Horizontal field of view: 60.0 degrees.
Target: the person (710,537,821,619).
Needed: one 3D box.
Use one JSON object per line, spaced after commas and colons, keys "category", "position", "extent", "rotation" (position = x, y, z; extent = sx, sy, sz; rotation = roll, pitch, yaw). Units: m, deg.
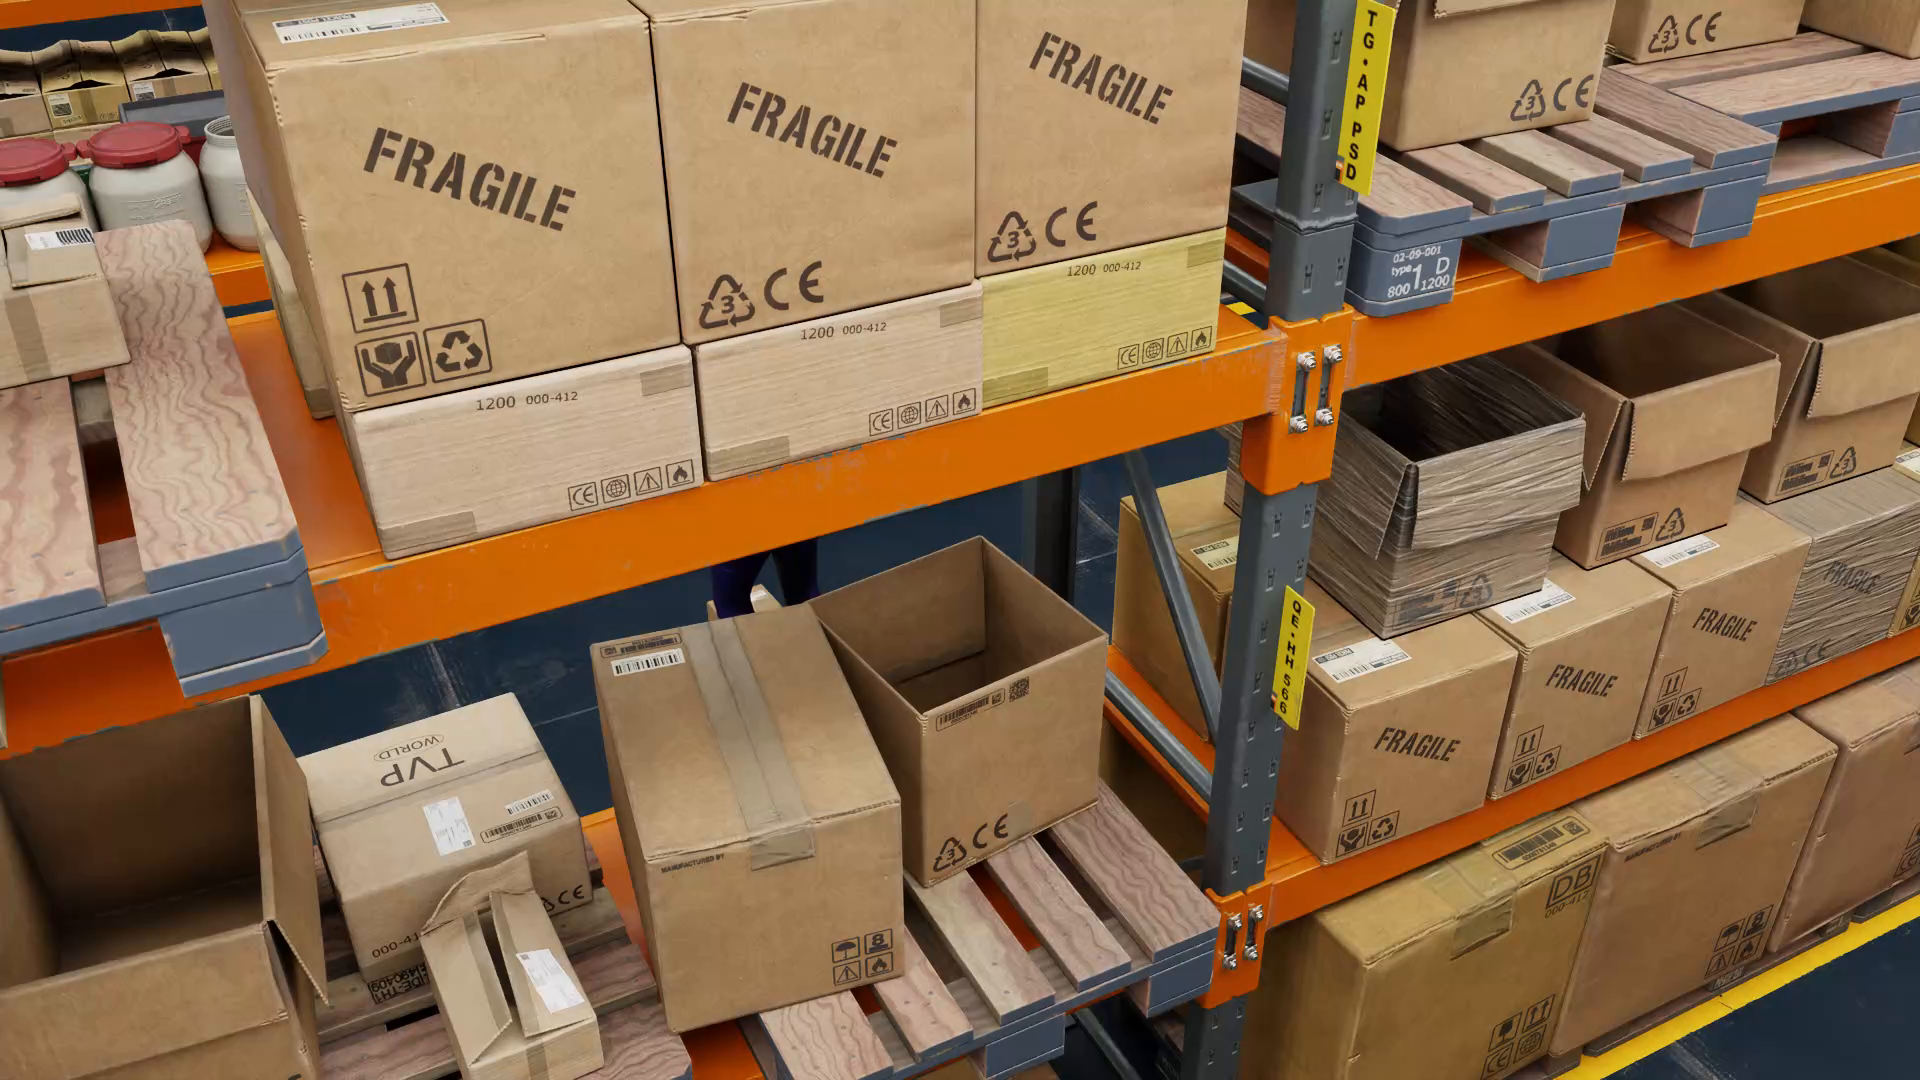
{"category": "person", "position": [-0.747, -0.019, 6.336], "extent": [0.549, 1.476, 0.373], "rotation": [-18, 37, -26]}
